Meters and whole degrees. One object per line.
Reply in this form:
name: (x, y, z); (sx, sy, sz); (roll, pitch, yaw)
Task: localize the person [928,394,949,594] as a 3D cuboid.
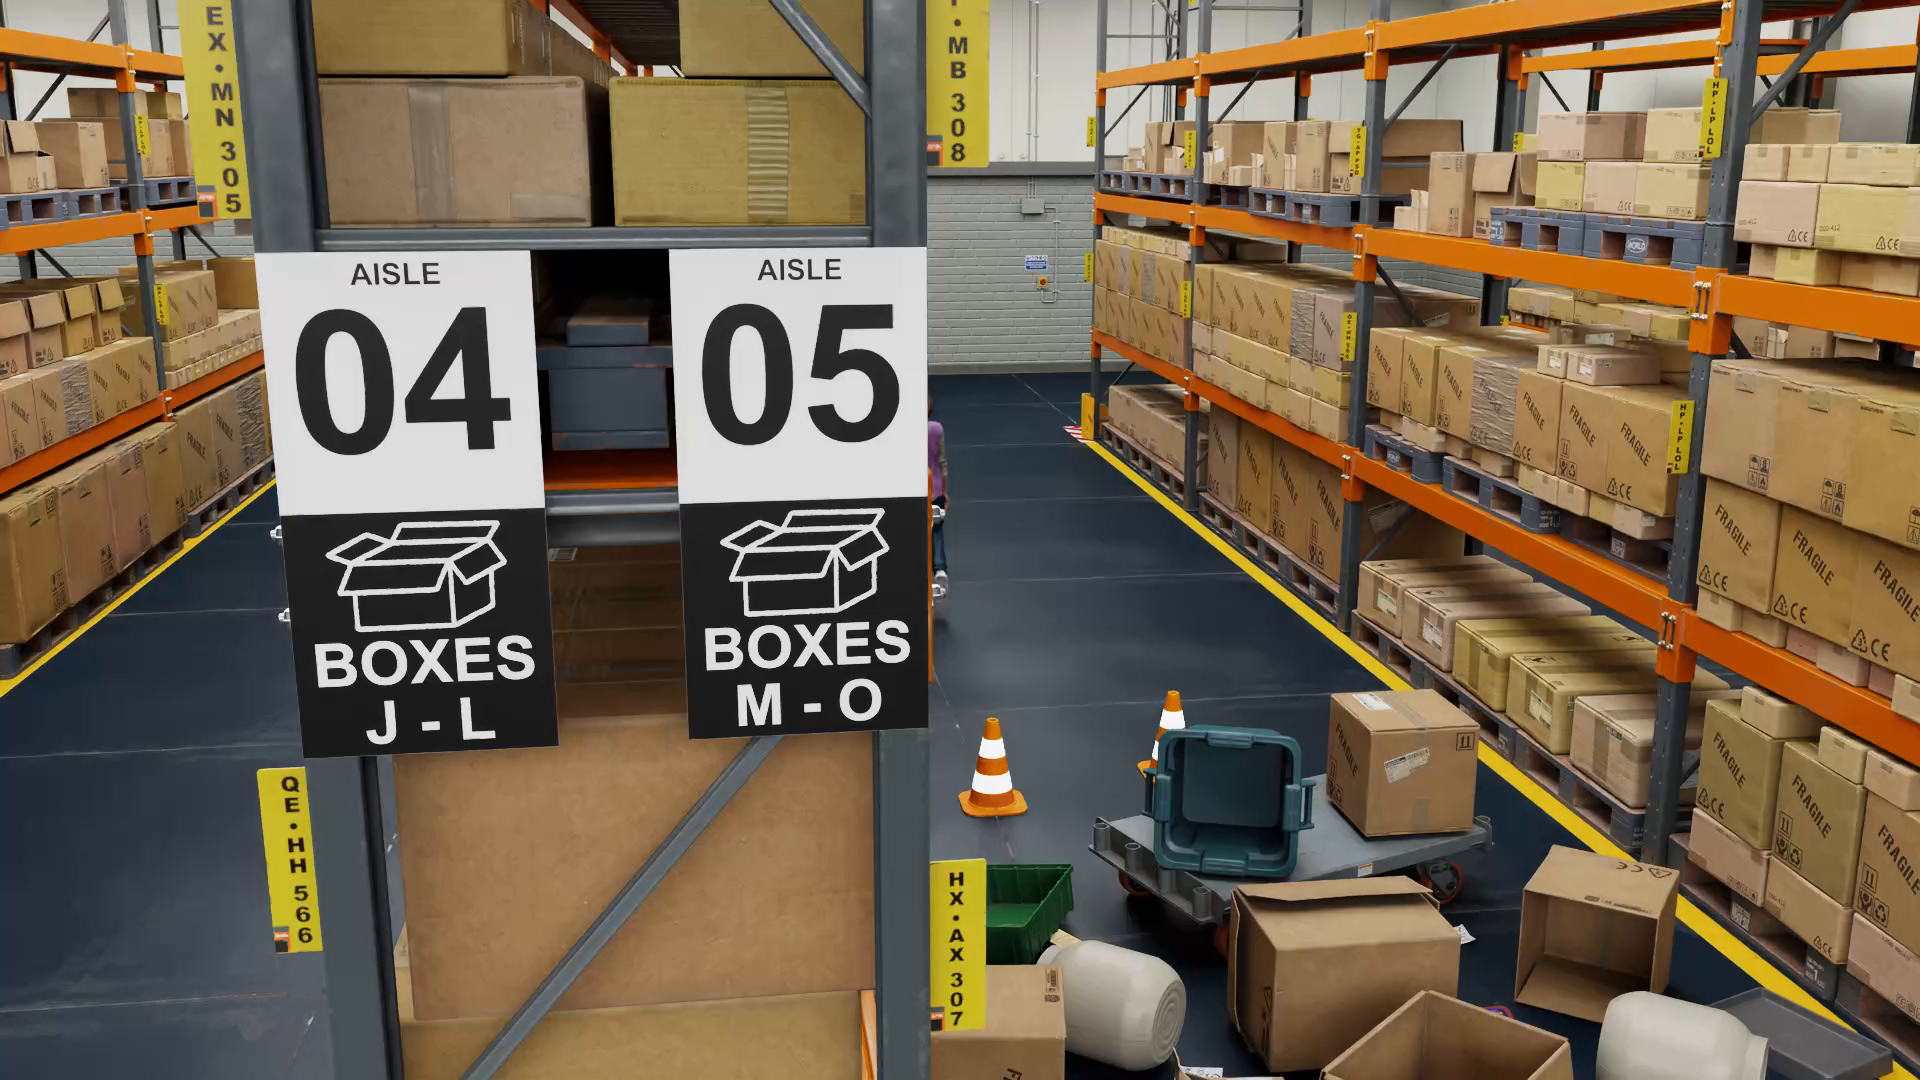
person: (-0.303, -0.328, 12.283); (0.451, 1.593, 0.569); (-4, 14, -16)
